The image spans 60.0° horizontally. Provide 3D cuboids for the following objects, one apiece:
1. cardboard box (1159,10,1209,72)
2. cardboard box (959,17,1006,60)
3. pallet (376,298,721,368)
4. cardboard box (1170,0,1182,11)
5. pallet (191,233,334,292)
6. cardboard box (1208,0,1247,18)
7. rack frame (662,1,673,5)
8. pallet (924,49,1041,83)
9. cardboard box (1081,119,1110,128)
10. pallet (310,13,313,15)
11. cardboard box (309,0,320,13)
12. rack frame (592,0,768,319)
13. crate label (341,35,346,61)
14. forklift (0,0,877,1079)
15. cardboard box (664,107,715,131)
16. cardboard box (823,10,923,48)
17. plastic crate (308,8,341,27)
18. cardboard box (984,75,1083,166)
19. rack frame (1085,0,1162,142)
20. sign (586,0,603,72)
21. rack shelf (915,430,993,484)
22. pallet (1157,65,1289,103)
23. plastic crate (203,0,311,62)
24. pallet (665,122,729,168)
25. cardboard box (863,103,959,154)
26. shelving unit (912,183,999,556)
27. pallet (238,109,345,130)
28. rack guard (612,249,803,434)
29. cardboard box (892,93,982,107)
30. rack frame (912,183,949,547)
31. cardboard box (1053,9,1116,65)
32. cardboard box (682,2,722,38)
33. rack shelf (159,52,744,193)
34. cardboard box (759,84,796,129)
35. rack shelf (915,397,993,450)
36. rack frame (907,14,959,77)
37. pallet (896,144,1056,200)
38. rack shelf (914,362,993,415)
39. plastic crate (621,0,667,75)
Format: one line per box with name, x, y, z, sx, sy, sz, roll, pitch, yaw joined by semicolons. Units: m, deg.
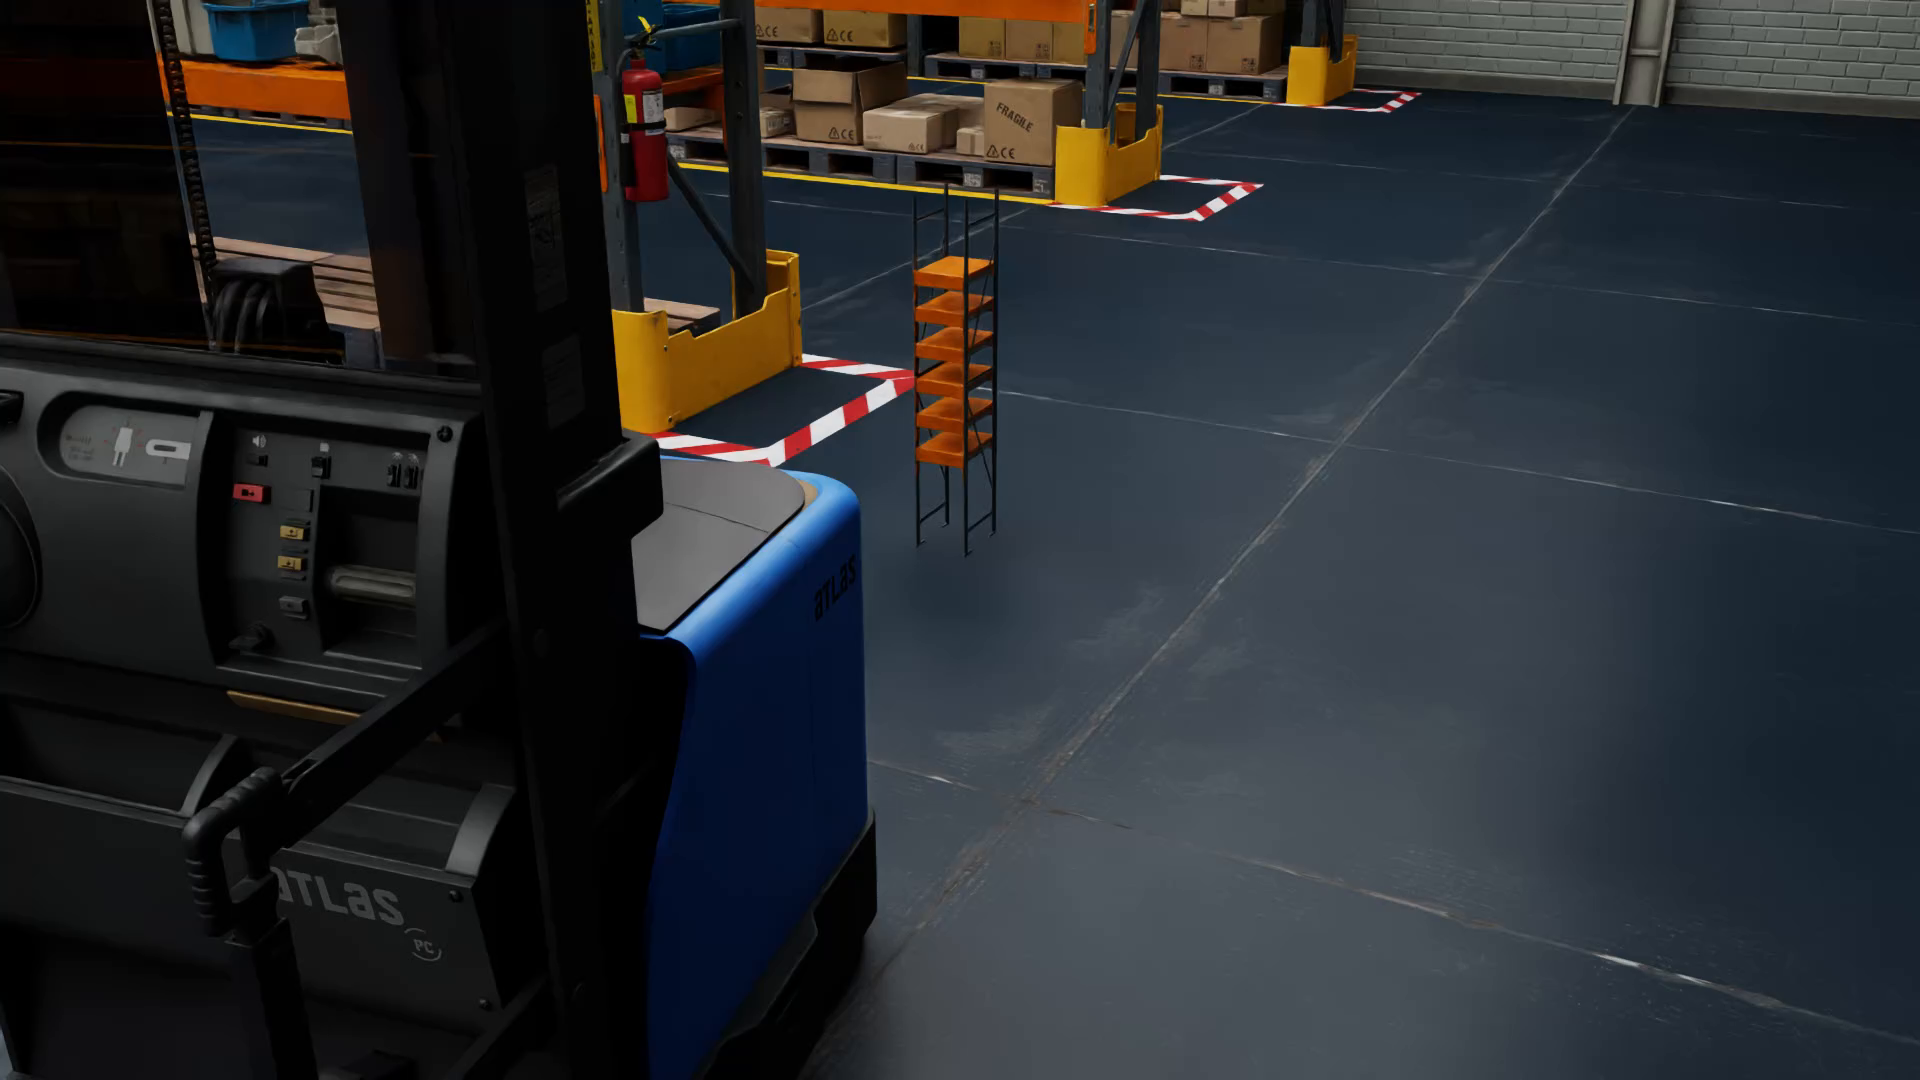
cardboard box;2.205;-4.718;15.668;0.500;0.500;0.700;11;25;24
cardboard box;0.373;-5.079;16.518;0.500;0.500;0.700;12;26;25
pallet;-1.867;-0.914;7.629;1.213;0.211;1.003;11;25;25
cardboard box;2.178;-5.109;15.760;0.250;0.149;0.380;11;26;25
pallet;-4.045;-1.345;8.642;1.213;0.211;1.003;11;25;25
cardboard box;2.455;-4.887;15.237;0.250;0.149;0.380;11;25;24
rack frame;-2.480;-4.474;12.436;0.127;3.000;1.000;11;25;25
pallet;0.395;-4.759;16.672;1.213;0.211;1.003;11;25;25
cardboard box;0.871;-2.852;11.703;0.250;0.149;0.380;11;25;25
pallet;-8.003;-6.440;20.623;1.213;0.211;1.003;11;25;25
cardboard box;-7.879;-6.600;20.494;0.250;0.166;0.380;8;24;18
rack frame;-1.149;-2.038;6.709;0.127;3.000;1.000;11;25;25
crate label;-2.470;-2.122;7.167;0.243;0.136;0.396;11;25;25
forklift;-1.121;0.003;1.999;1.130;2.935;3.031;7;24;17
cardboard box;-2.203;-3.289;12.525;0.500;0.311;0.500;11;25;25
cardboard box;-0.887;-5.478;17.008;0.750;0.750;0.750;12;26;25
plastic crate;-3.029;-2.448;7.934;0.466;0.136;0.293;11;25;25
cardboard box;0.493;-2.829;11.202;0.500;0.500;0.500;11;25;25
rack frame;1.090;-3.767;10.776;0.127;3.000;1.000;11;25;25
sign;-1.382;-1.918;6.219;0.005;0.325;0.100;11;25;25
rack shelf;-0.013;-0.293;5.633;0.180;0.103;0.258;11;25;25
pallet;2.573;-4.329;15.659;1.213;0.211;1.003;11;25;25
plastic crate;-3.097;-2.262;7.372;0.300;0.233;0.416;11;25;25
pallet;-1.868;-3.069;12.696;1.213;0.211;1.003;11;25;25
cardboard box;-0.341;-2.893;11.670;0.500;0.250;0.500;11;25;25
shelving unit;-0.013;-0.555;5.521;0.189;1.200;0.258;11;25;25
pallet;-5.400;-3.752;14.302;1.213;0.211;1.003;11;25;25
rack guard;-1.121;-0.888;7.199;0.348;0.500;1.175;11;25;25
cardboard box;-0.160;-3.076;12.101;0.500;0.250;0.500;11;25;25
rack frame;-0.095;-0.571;5.559;0.006;1.200;0.240;11;25;25
cardboard box;1.277;-4.898;16.092;0.500;0.500;0.700;12;26;26
cardboard box;-2.442;-5.782;17.723;0.750;0.750;0.750;11;25;24
rack shelf;-2.933;-2.060;7.680;4.000;0.370;1.077;11;25;25
cardboard box;-1.174;-3.305;12.561;0.500;0.311;0.500;11;25;25
rack shelf;-0.013;-0.403;5.586;0.180;0.103;0.258;11;25;25
rack frame;-0.248;-6.204;16.506;0.127;3.000;1.000;11;25;25
pallet;0.310;-2.638;11.683;1.213;0.211;1.003;11;25;25
rack shelf;-0.013;-0.514;5.539;0.180;0.103;0.258;11;25;25
plastic crate;-1.532;-2.076;6.676;0.499;0.435;0.616;11;25;25
